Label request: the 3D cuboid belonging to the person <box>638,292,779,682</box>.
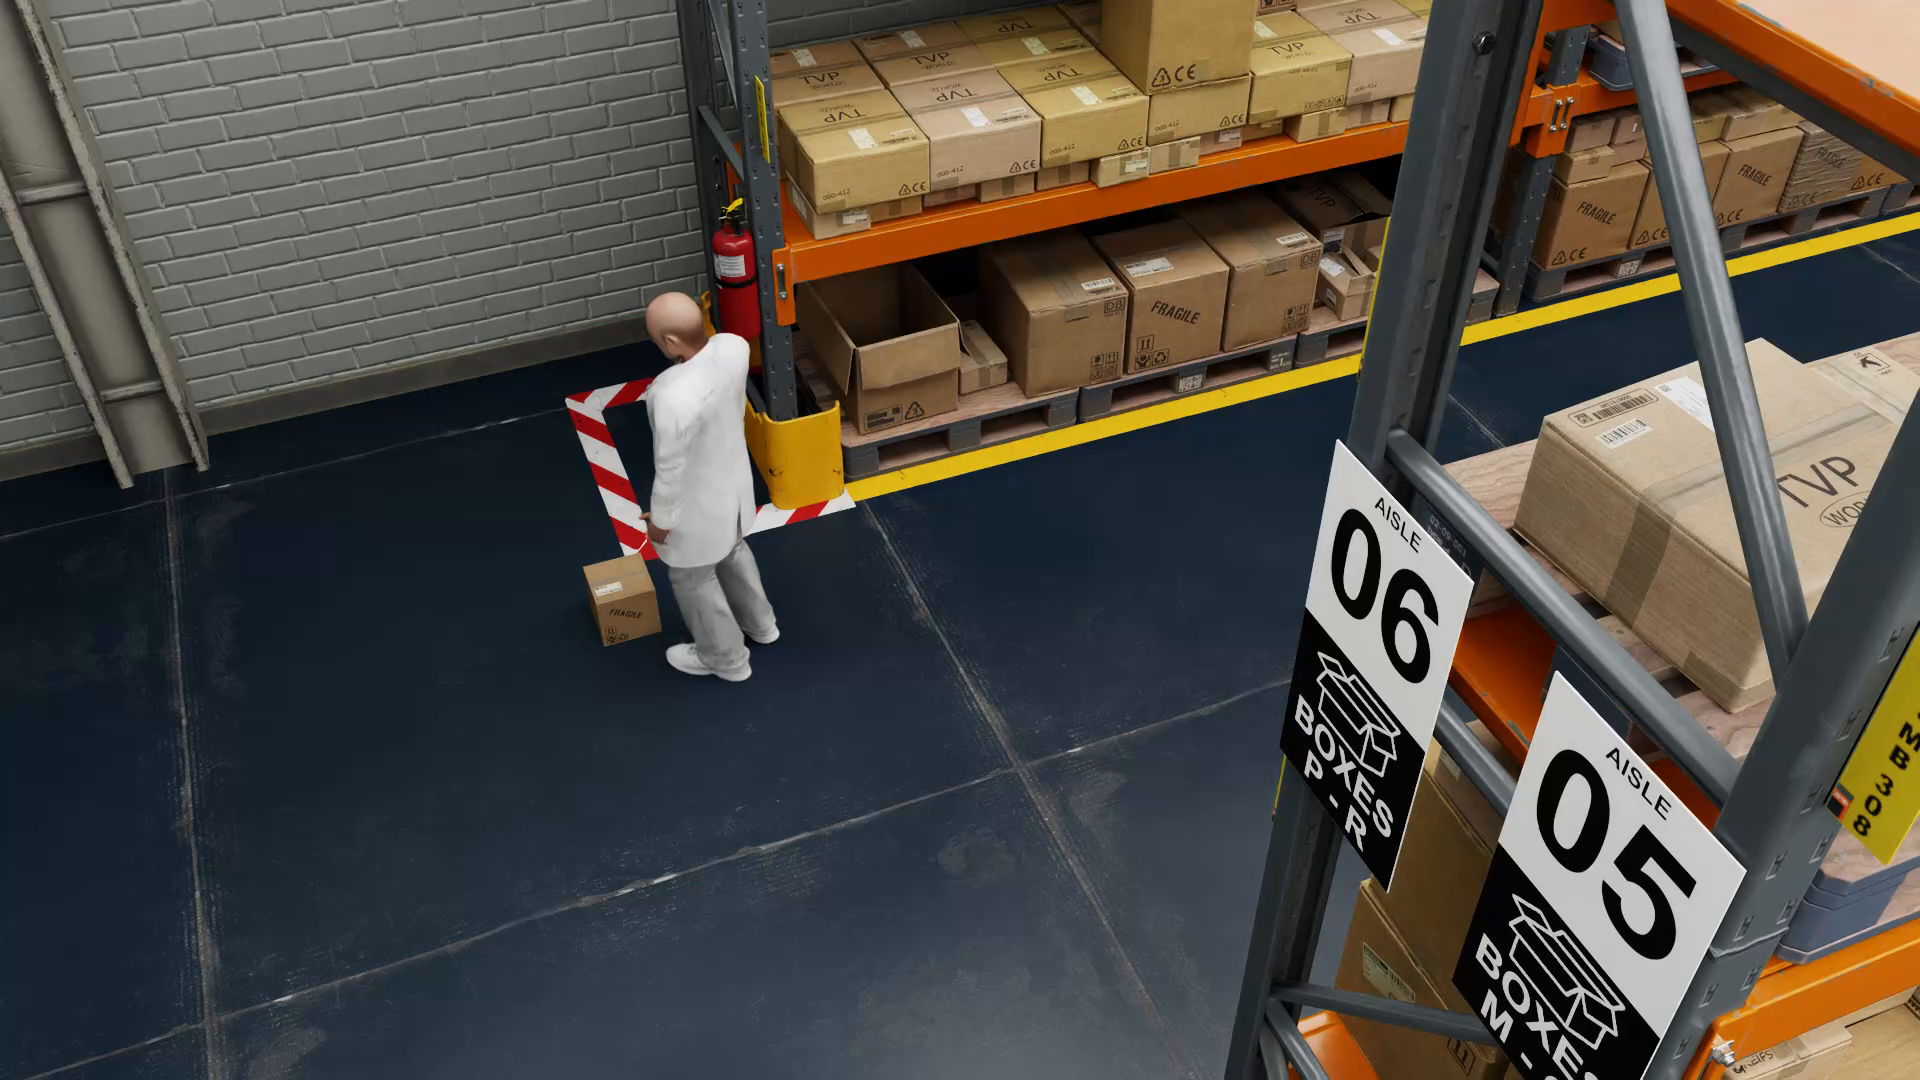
[{"bbox_3d":[-1.004,-0.188,6.397,0.378,1.772,0.564,15,43,17],"label":"person"}]
